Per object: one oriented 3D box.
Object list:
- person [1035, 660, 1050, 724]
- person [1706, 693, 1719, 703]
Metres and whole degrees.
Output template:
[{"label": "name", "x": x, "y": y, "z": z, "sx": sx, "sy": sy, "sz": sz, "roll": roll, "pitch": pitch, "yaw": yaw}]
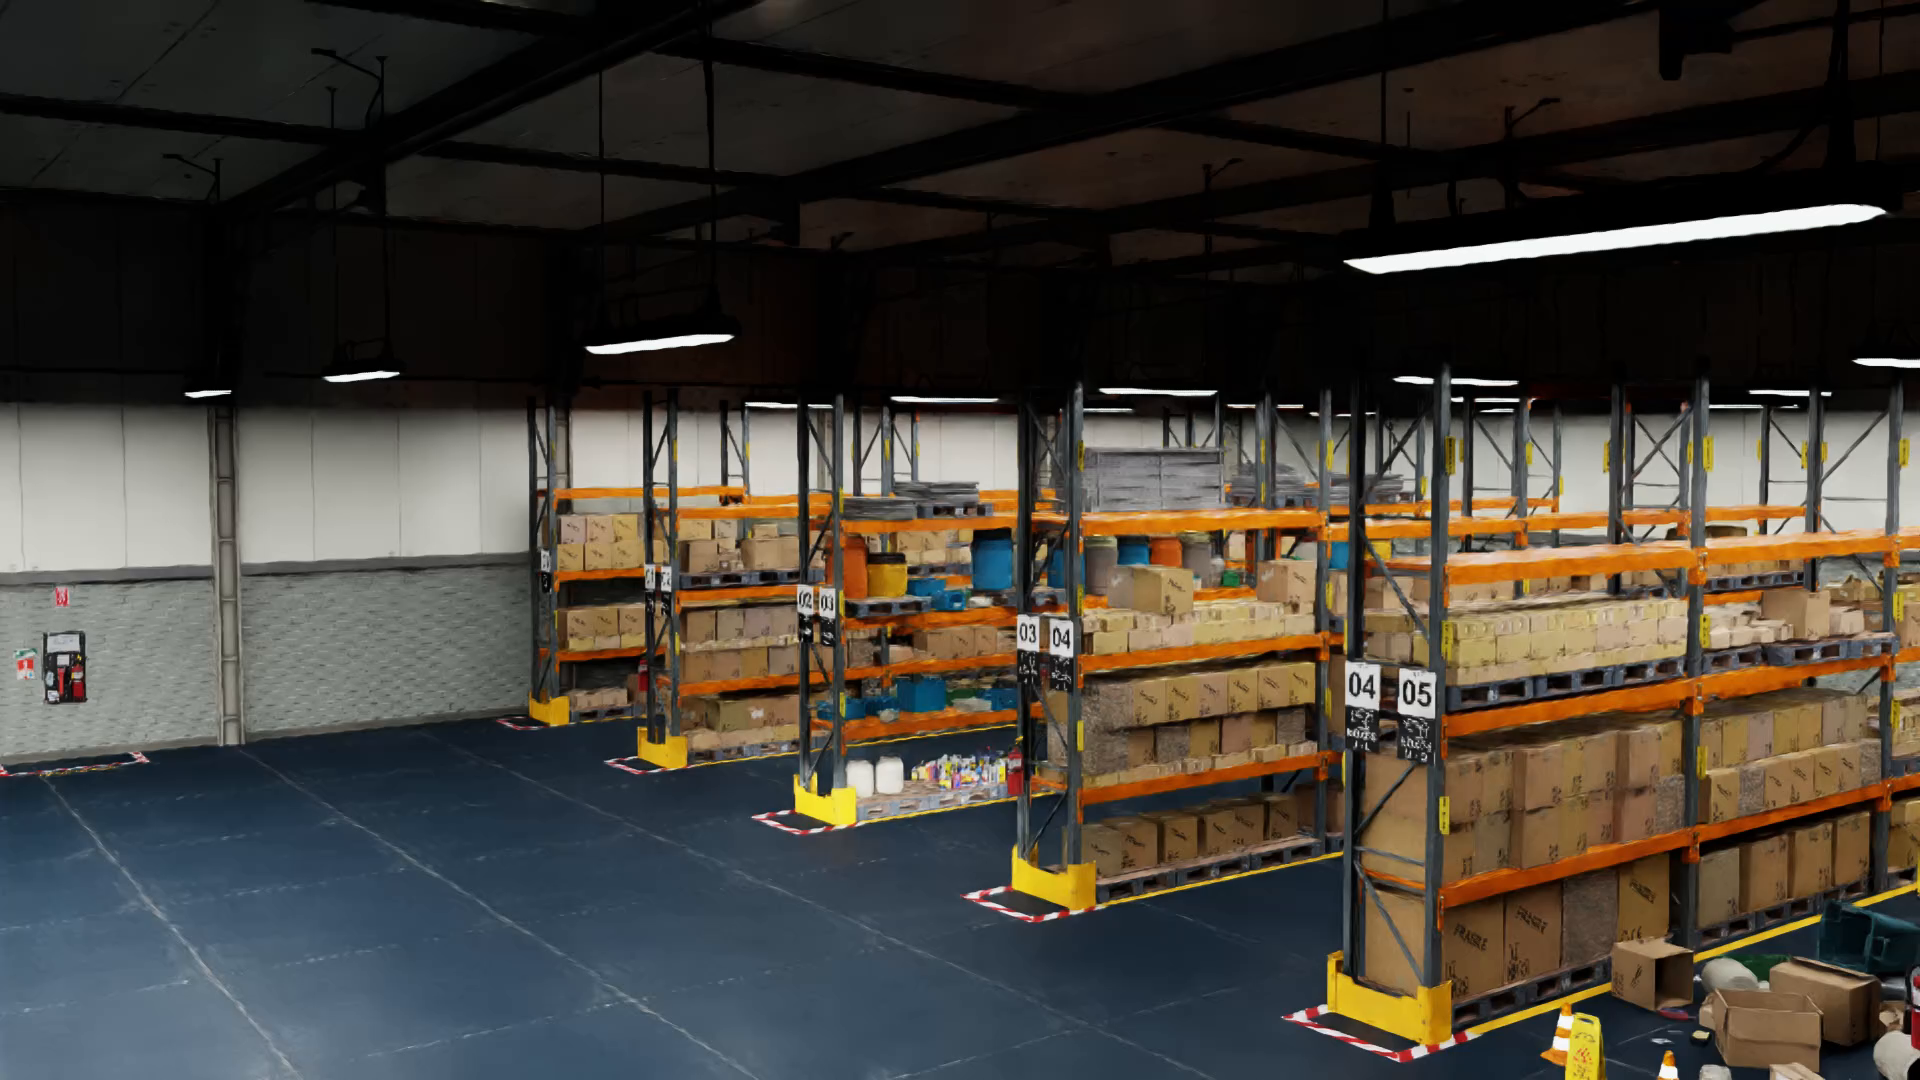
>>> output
[{"label": "person", "x": 1.407, "y": 2.649, "z": 29.507, "sx": 1.193, "sy": 1.508, "sz": 0.598, "roll": -2, "pitch": 4, "yaw": -34}, {"label": "person", "x": 10.783, "y": 2.968, "z": 23.736, "sx": 0.513, "sy": 1.604, "sz": 0.592, "roll": -3, "pitch": 4, "yaw": -38}]
